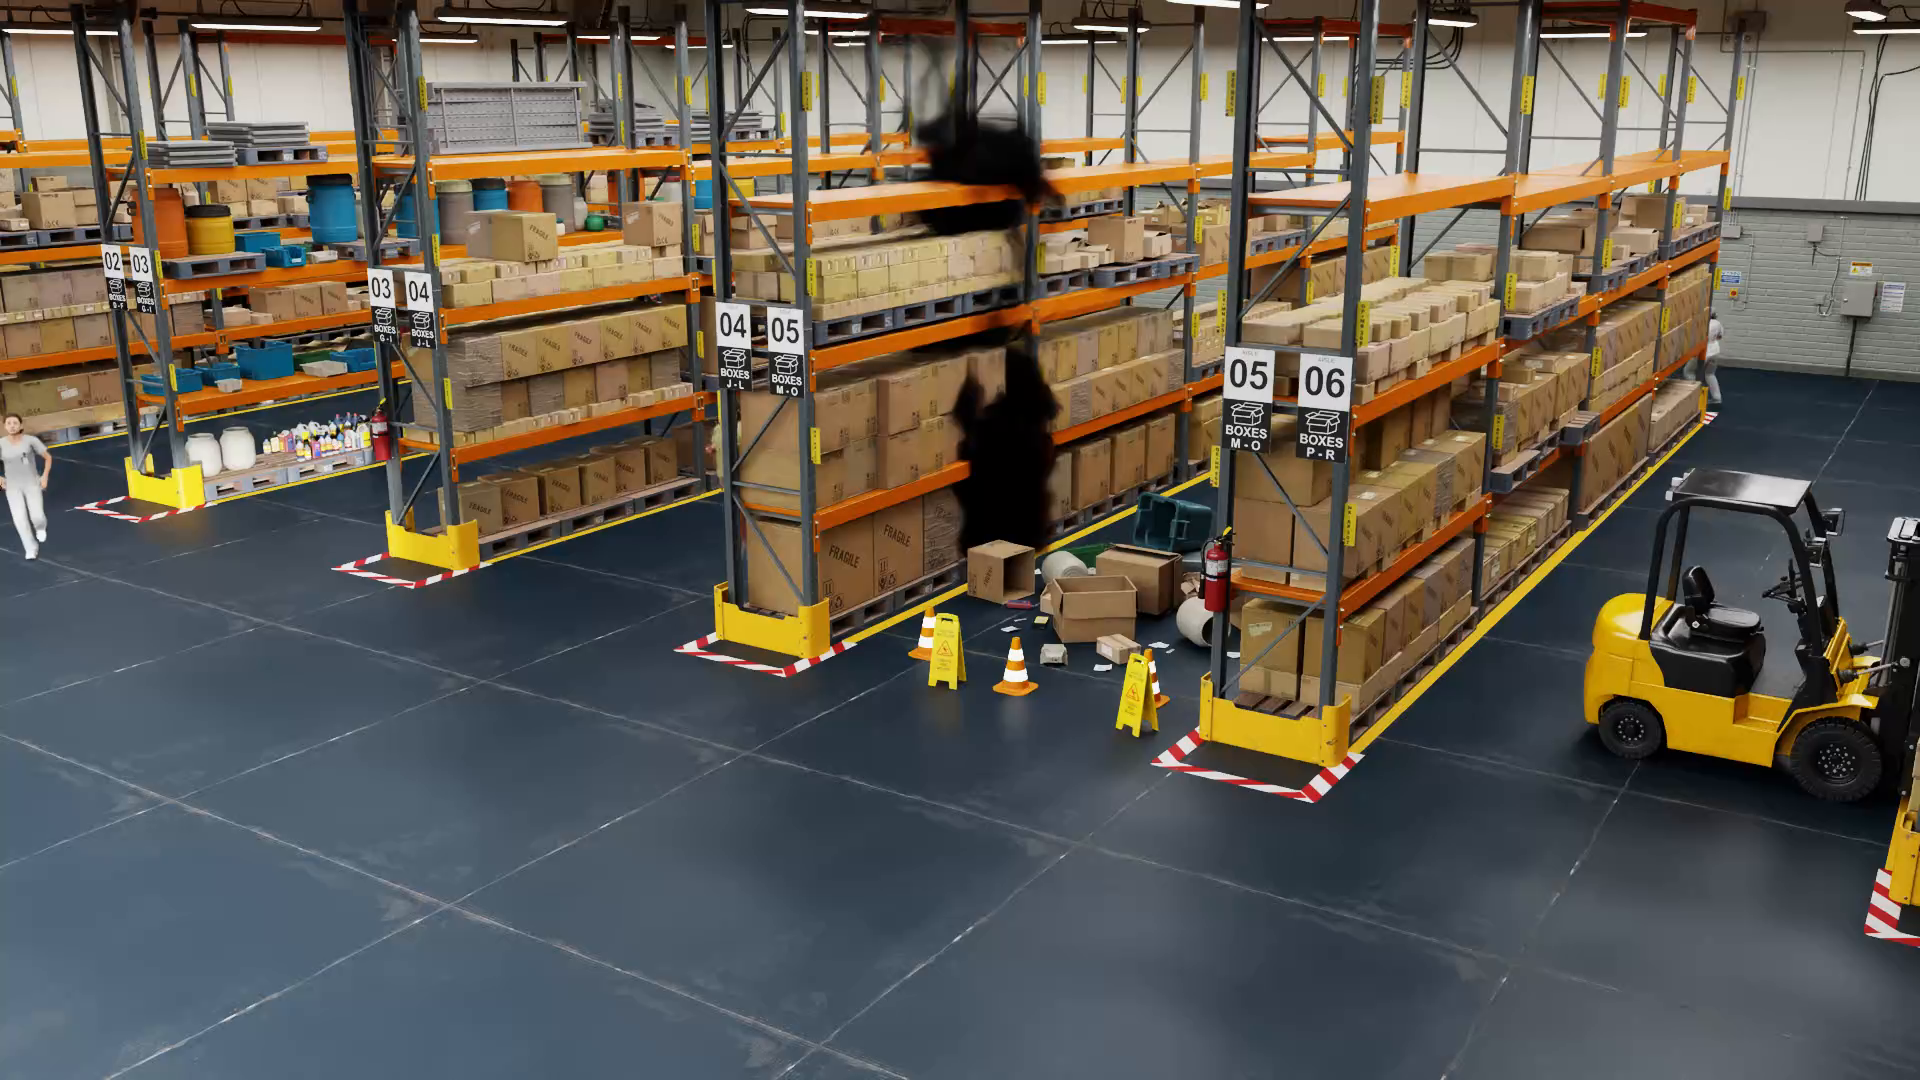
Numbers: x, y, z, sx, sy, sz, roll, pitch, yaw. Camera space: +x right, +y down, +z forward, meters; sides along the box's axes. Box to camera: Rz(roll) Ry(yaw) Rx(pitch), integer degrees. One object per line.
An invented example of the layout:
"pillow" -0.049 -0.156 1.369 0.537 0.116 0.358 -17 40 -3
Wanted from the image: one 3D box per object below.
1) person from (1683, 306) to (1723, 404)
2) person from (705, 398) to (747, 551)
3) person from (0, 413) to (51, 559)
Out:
"person" 12.011 -2.980 26.958 0.647 1.681 0.697 -4 16 -14
"person" -2.369 -0.615 17.303 0.558 1.758 0.652 10 18 31
"person" -10.368 -0.621 18.412 0.609 1.623 0.601 -7 17 -23
